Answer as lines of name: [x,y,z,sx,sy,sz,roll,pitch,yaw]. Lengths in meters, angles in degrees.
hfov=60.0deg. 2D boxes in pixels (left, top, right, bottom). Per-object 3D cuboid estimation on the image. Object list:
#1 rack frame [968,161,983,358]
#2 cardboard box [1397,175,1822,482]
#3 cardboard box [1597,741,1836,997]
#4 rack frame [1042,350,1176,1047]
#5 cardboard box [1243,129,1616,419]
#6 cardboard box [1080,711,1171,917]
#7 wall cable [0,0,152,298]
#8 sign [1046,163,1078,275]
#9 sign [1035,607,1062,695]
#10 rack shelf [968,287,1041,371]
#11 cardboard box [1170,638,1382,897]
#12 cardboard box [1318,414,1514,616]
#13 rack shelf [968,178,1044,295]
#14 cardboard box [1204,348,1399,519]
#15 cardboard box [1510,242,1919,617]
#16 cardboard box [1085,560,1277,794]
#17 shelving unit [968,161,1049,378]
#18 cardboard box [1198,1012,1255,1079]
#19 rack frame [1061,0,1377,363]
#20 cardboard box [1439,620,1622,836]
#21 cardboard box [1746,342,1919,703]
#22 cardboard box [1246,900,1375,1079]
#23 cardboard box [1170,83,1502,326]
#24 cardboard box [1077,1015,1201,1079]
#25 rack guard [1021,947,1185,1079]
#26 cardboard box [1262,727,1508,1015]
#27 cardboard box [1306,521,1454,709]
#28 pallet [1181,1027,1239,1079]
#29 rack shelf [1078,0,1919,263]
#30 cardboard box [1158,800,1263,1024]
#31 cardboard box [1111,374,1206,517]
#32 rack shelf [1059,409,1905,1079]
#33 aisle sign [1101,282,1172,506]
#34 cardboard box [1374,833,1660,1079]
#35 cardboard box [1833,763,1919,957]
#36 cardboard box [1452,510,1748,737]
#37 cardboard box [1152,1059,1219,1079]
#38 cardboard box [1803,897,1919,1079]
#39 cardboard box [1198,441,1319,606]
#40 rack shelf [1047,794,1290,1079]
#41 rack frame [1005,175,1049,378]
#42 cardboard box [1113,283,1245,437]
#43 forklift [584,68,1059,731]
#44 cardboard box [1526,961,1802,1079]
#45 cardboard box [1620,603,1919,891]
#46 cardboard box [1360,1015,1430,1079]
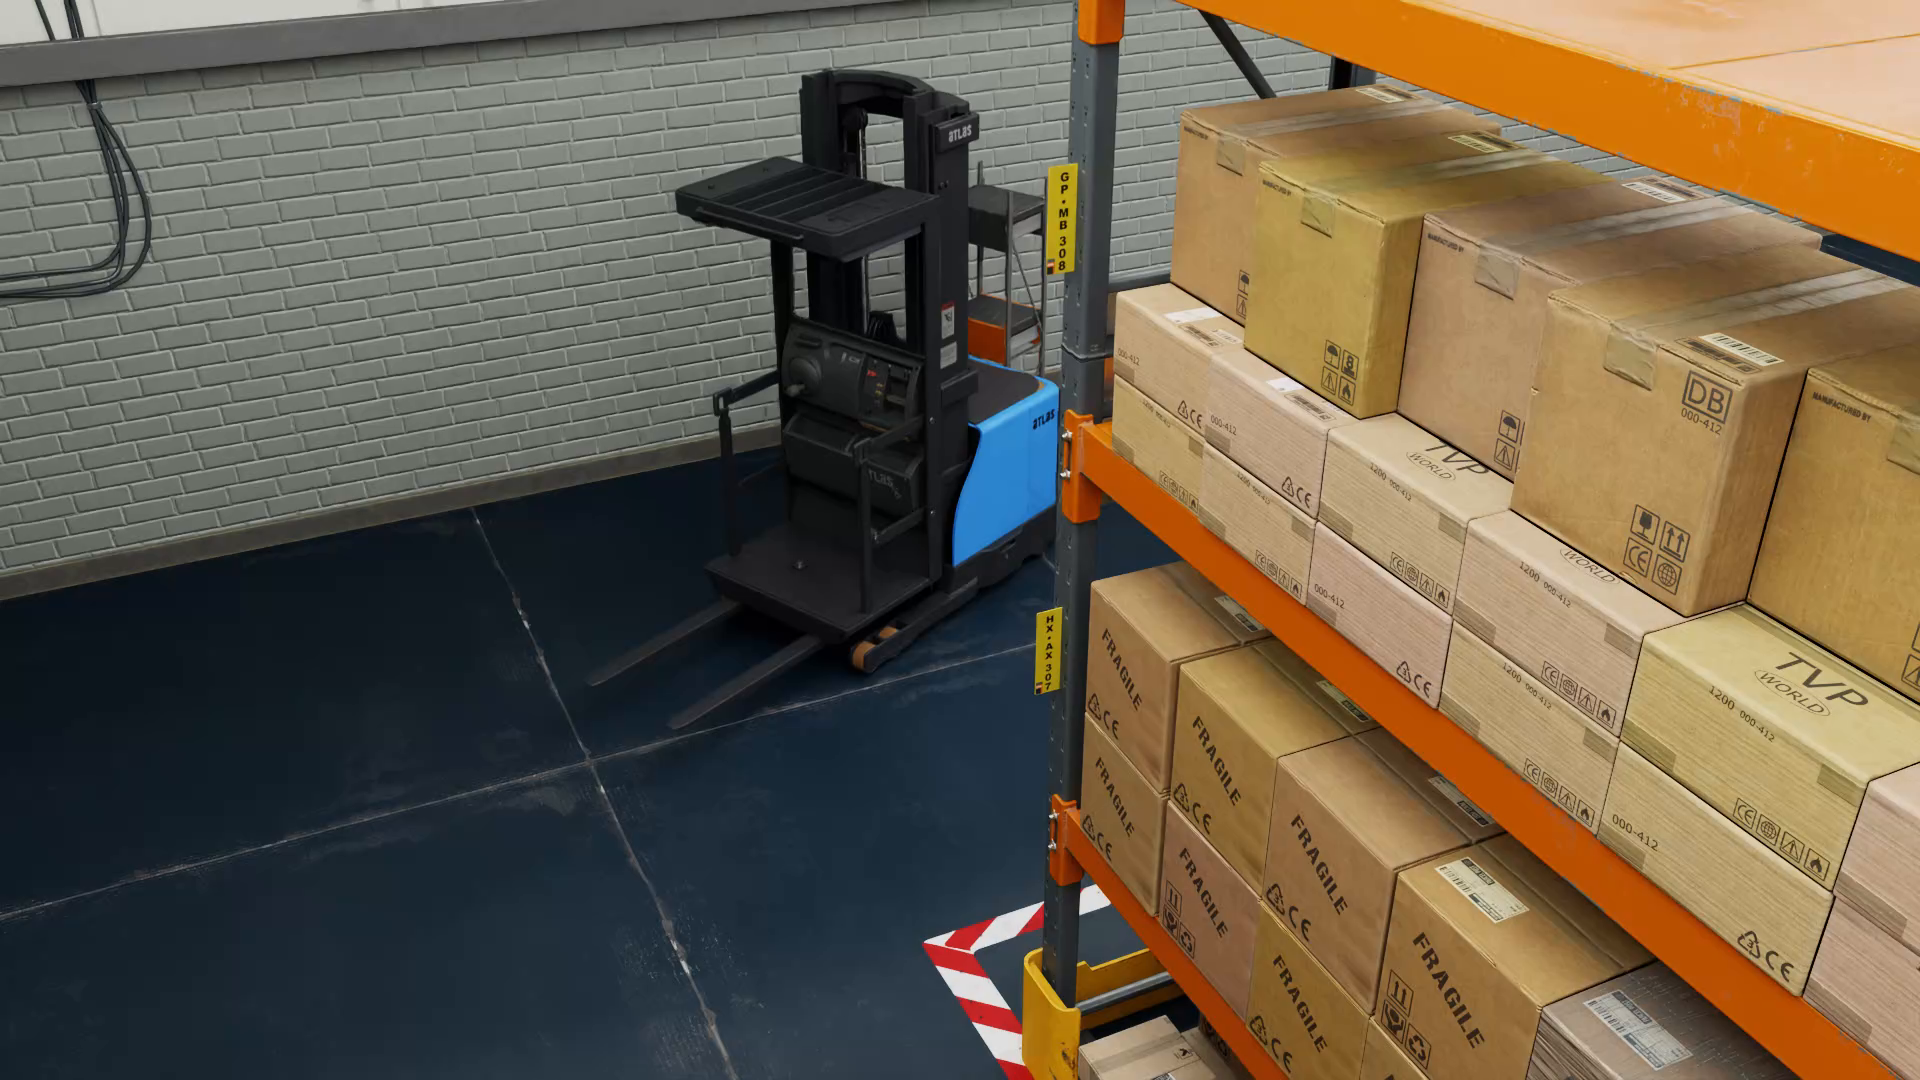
rack frame: [0.011,-1.286,10.369,0.015,2.100,0.400,21,35,32]
cardboard box: [1.476,-0.489,3.836,0.700,0.500,0.500,-13,32,-22]
cardboard box: [1.632,0.562,3.241,0.500,0.250,0.500,-13,32,-22]
rack frame: [0.791,0.639,6.017,1.000,3.000,0.127,-13,32,-22]
cardboard box: [1.164,-0.687,4.190,0.700,0.500,0.500,-13,32,-22]
cardboard box: [0.743,0.847,5.544,0.500,0.500,0.500,-12,32,-21]
wall cable: [-5.787,-2.155,8.040,3.097,2.526,0.112,-13,32,-22]
sign: [0.301,-0.937,4.866,0.100,0.325,0.005,-13,32,-22]
sign: [0.301,0.375,5.602,0.100,0.325,0.005,-13,32,-22]
rack shelf: [0.205,-1.201,10.246,0.480,0.518,0.431,21,35,32]
cardboard box: [0.974,0.640,4.891,0.500,0.500,0.500,-13,32,-21]
cardboard box: [1.205,-0.099,3.907,0.500,0.250,0.500,-13,32,-22]
rack shelf: [0.205,-1.812,9.904,0.480,0.518,0.431,21,35,32]
cardboard box: [0.984,-0.318,4.299,0.500,0.250,0.500,-13,32,-22]
cardboard box: [1.606,-0.248,3.407,0.700,0.500,0.500,-13,32,-22]
cardboard box: [0.743,0.410,5.299,0.500,0.500,0.500,-12,31,-20]
shelving unit: [0.205,-1.213,10.240,0.503,2.100,0.431,21,35,32]
cardboard box: [1.247,1.726,6.184,0.500,0.500,0.500,-13,32,-22]
rack frame: [0.791,-1.978,4.549,1.000,3.000,0.127,-13,32,-22]
cardboard box: [1.421,0.340,3.636,0.500,0.250,0.500,-13,32,-22]
cardboard box: [1.958,-0.059,3.070,0.700,0.500,0.500,-13,32,-22]
cardboard box: [1.182,1.296,4.743,0.500,0.500,0.500,-13,32,-22]
cardboard box: [1.026,-0.926,4.616,0.700,0.500,0.500,-13,32,-22]
cardboard box: [0.660,1.948,6.148,0.380,0.149,0.250,-13,32,-22]
rack guard: [0.823,1.763,6.568,1.175,0.500,0.348,-13,32,-22]
cardboard box: [1.185,0.862,4.495,0.500,0.500,0.500,-13,32,-21]
cardboard box: [1.201,0.120,4.028,0.500,0.250,0.500,-13,32,-22]
pallet: [1.167,2.241,6.011,1.003,0.211,1.213,-13,32,-22]
rack shelf: [1.649,-0.779,3.151,1.077,0.370,4.000,-13,32,-22]
cardboard box: [0.969,1.073,5.140,0.500,0.500,0.500,-13,32,-22]
cardboard box: [0.782,-0.324,4.820,0.500,0.250,0.500,-13,32,-22]
rack shelf: [1.649,0.528,3.884,1.077,0.370,4.000,-13,32,-22]
aisle sign: [0.496,-0.464,5.325,0.394,0.787,0.004,-13,32,-22]
cardboard box: [1.404,1.086,4.095,0.500,0.500,0.500,-13,32,-22]
cardboard box: [1.842,0.565,2.723,0.500,0.250,0.500,-13,32,-22]
cardboard box: [1.416,0.123,3.512,0.500,0.250,0.500,-13,32,-22]
cardboard box: [0.767,2.050,5.947,0.380,0.166,0.250,-13,32,-22]
cardboard box: [1.854,0.781,2.850,0.500,0.250,0.500,-13,32,-22]
cardboard box: [0.985,-0.100,4.421,0.500,0.250,0.500,-13,32,-22]
rack shelf: [1.649,1.836,4.617,1.077,0.370,4.000,-13,32,-22]
rack frame: [0.398,-1.141,10.110,0.015,2.100,0.400,21,35,32]
cardboard box: [0.776,-0.541,4.695,0.500,0.250,0.500,-13,32,-22]
forklift: [-0.715,-0.838,8.720,1.130,2.935,3.031,21,36,33]
cardboard box: [1.619,1.309,3.698,0.500,0.500,0.500,-13,32,-22]
cardboard box: [1.630,0.344,3.118,0.500,0.250,0.500,-13,32,-22]
cardboard box: [1.395,1.517,4.349,0.500,0.500,0.500,-13,32,-21]
